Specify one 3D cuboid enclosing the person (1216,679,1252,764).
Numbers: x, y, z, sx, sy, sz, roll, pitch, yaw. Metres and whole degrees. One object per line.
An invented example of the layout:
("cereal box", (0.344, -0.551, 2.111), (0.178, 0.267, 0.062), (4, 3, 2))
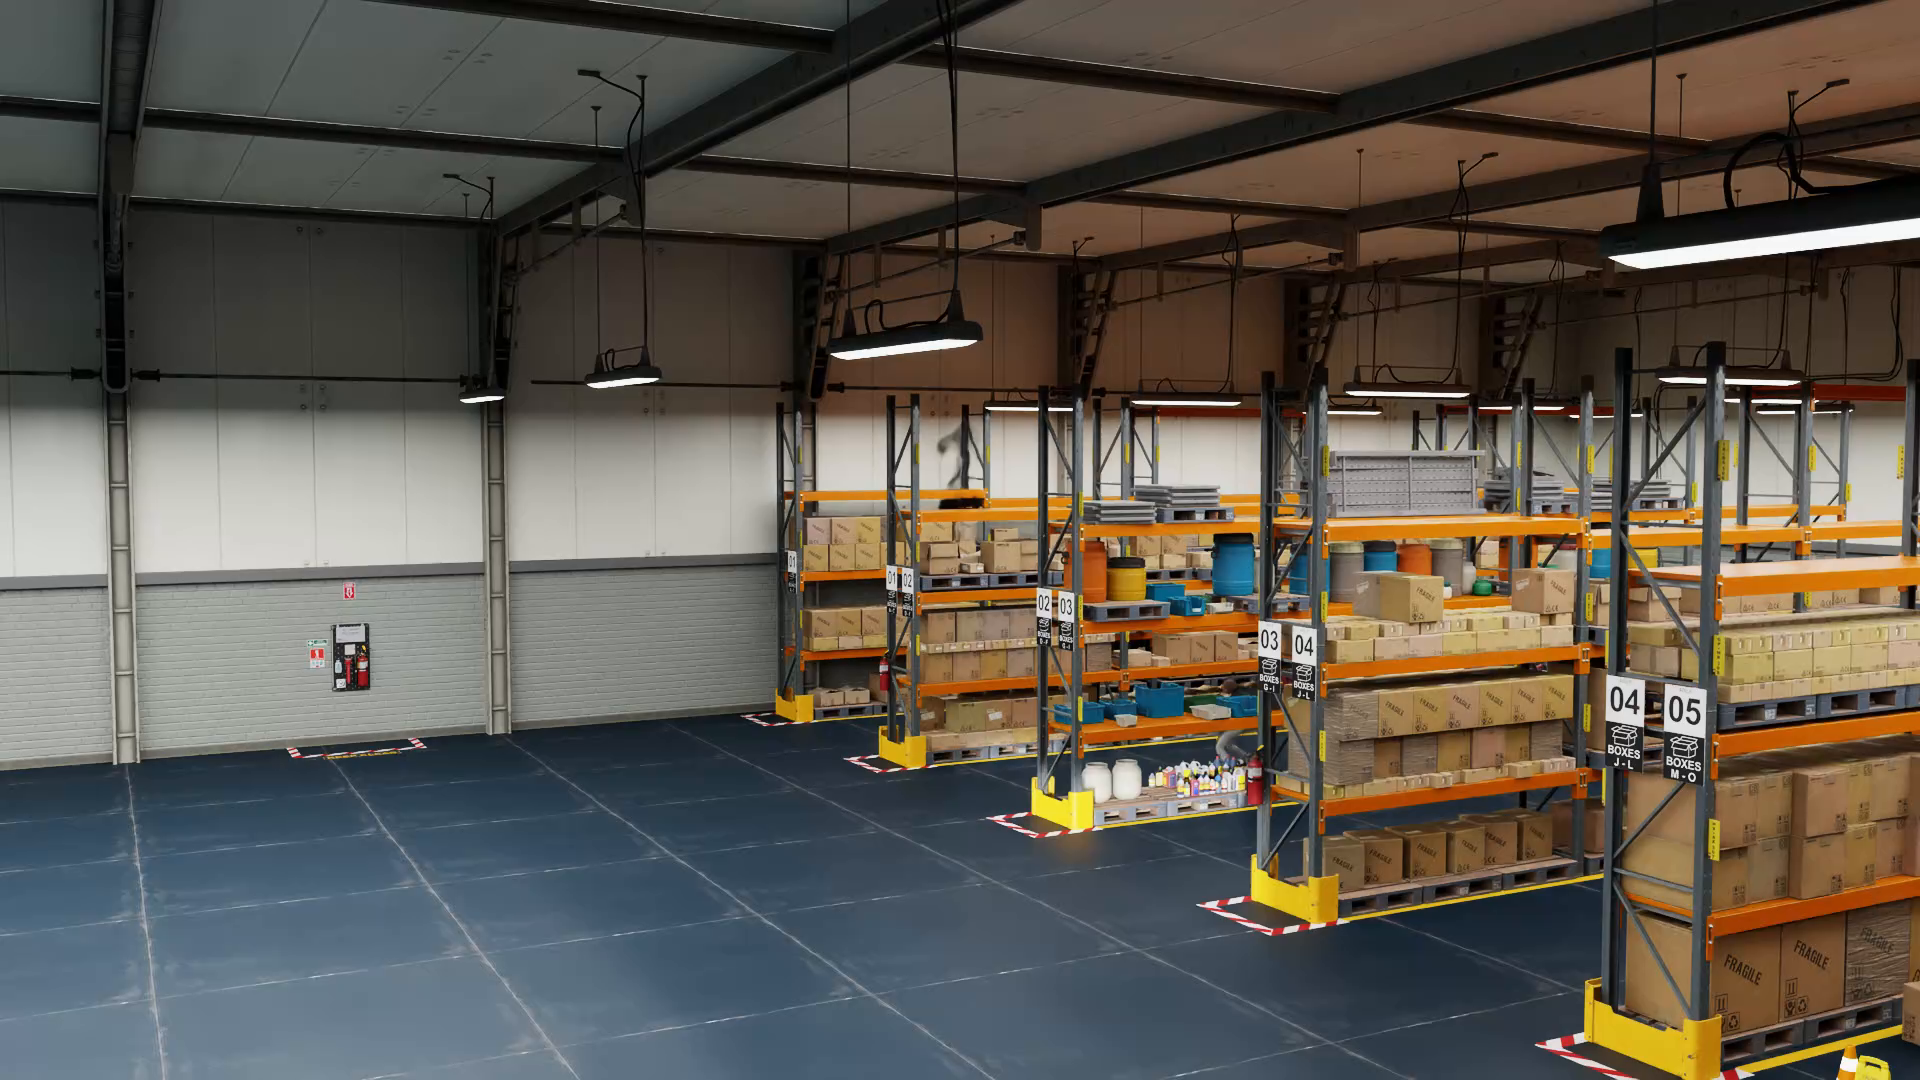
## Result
("person", (4.260, 2.940, 25.871), (0.626, 1.589, 0.743), (0, 3, 5))
